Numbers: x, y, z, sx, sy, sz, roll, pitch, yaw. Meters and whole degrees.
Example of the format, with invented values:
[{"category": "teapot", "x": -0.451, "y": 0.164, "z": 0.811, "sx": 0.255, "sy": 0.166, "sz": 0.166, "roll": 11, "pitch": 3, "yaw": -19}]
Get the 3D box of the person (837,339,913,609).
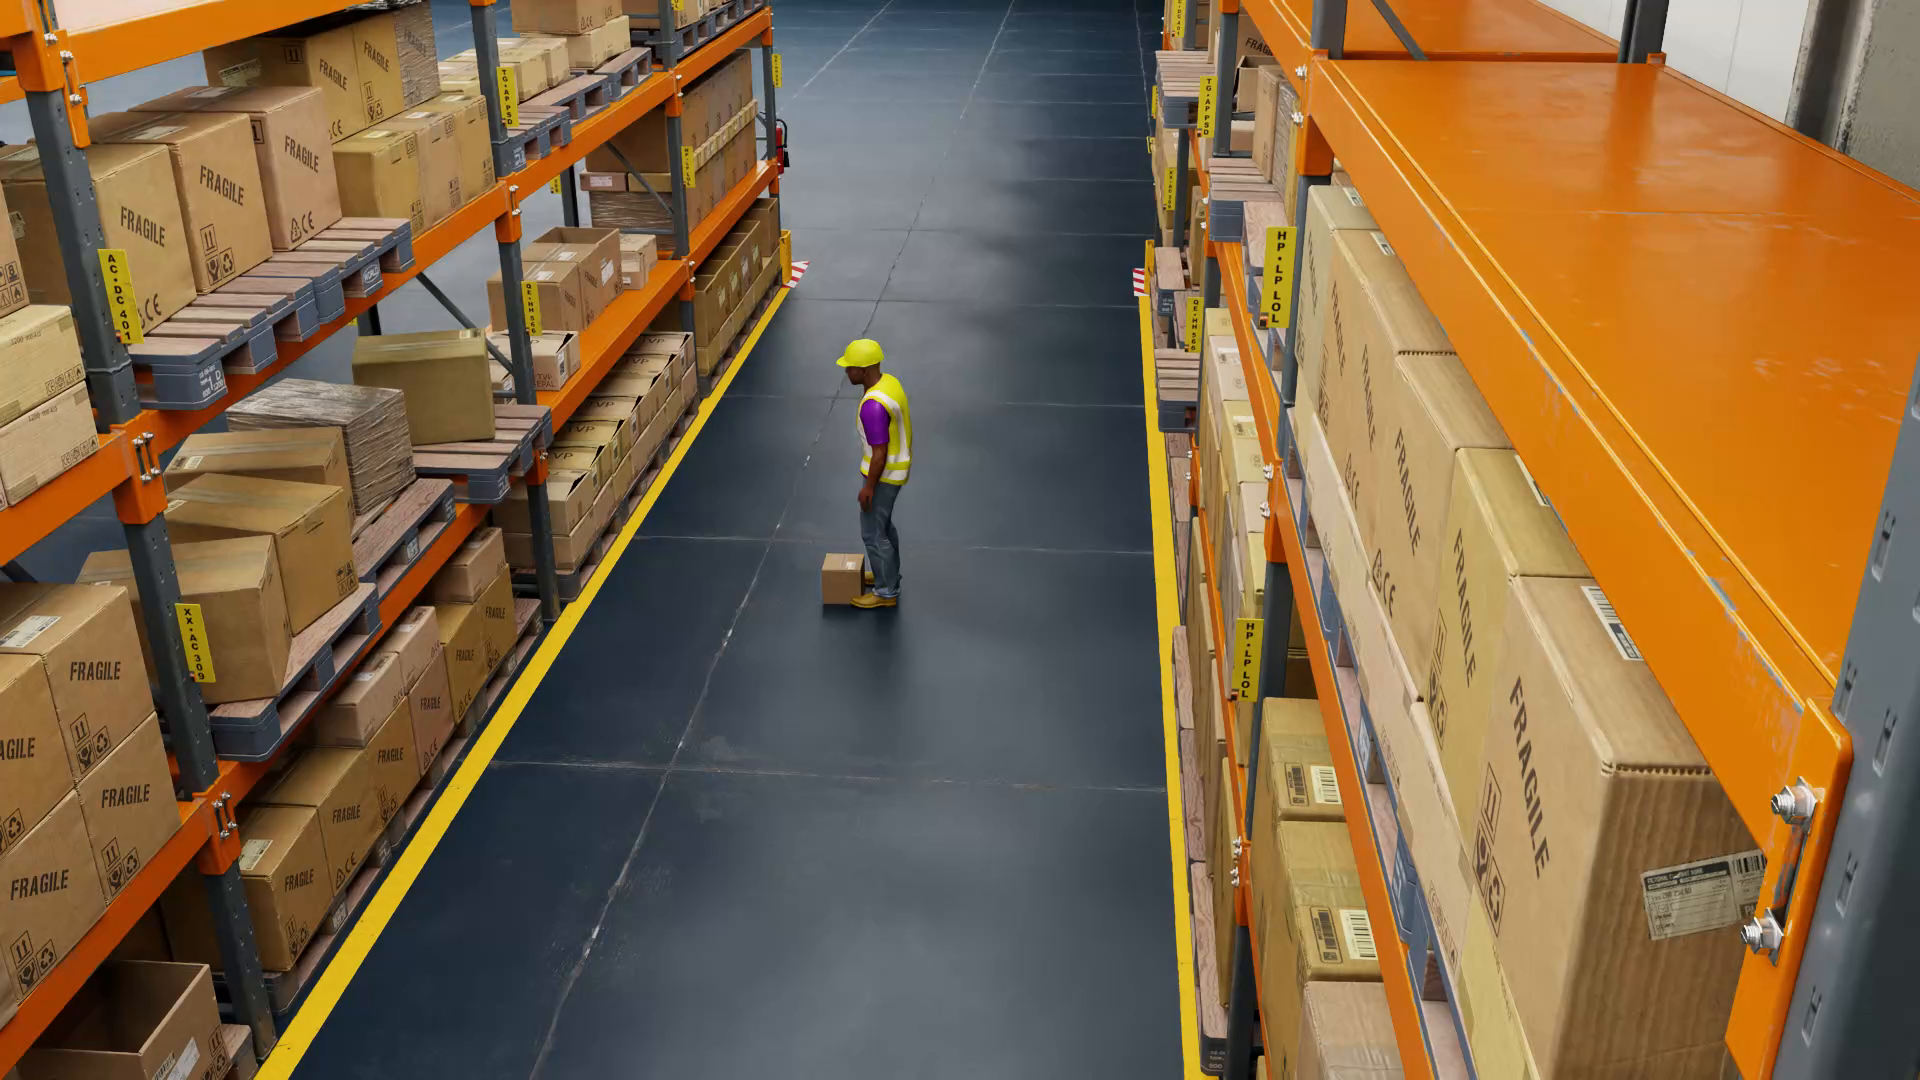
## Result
[{"category": "person", "x": -0.529, "y": -0.430, "z": 10.535, "sx": 0.455, "sy": 1.757, "sz": 0.628, "roll": 2, "pitch": 24, "yaw": 4}]
